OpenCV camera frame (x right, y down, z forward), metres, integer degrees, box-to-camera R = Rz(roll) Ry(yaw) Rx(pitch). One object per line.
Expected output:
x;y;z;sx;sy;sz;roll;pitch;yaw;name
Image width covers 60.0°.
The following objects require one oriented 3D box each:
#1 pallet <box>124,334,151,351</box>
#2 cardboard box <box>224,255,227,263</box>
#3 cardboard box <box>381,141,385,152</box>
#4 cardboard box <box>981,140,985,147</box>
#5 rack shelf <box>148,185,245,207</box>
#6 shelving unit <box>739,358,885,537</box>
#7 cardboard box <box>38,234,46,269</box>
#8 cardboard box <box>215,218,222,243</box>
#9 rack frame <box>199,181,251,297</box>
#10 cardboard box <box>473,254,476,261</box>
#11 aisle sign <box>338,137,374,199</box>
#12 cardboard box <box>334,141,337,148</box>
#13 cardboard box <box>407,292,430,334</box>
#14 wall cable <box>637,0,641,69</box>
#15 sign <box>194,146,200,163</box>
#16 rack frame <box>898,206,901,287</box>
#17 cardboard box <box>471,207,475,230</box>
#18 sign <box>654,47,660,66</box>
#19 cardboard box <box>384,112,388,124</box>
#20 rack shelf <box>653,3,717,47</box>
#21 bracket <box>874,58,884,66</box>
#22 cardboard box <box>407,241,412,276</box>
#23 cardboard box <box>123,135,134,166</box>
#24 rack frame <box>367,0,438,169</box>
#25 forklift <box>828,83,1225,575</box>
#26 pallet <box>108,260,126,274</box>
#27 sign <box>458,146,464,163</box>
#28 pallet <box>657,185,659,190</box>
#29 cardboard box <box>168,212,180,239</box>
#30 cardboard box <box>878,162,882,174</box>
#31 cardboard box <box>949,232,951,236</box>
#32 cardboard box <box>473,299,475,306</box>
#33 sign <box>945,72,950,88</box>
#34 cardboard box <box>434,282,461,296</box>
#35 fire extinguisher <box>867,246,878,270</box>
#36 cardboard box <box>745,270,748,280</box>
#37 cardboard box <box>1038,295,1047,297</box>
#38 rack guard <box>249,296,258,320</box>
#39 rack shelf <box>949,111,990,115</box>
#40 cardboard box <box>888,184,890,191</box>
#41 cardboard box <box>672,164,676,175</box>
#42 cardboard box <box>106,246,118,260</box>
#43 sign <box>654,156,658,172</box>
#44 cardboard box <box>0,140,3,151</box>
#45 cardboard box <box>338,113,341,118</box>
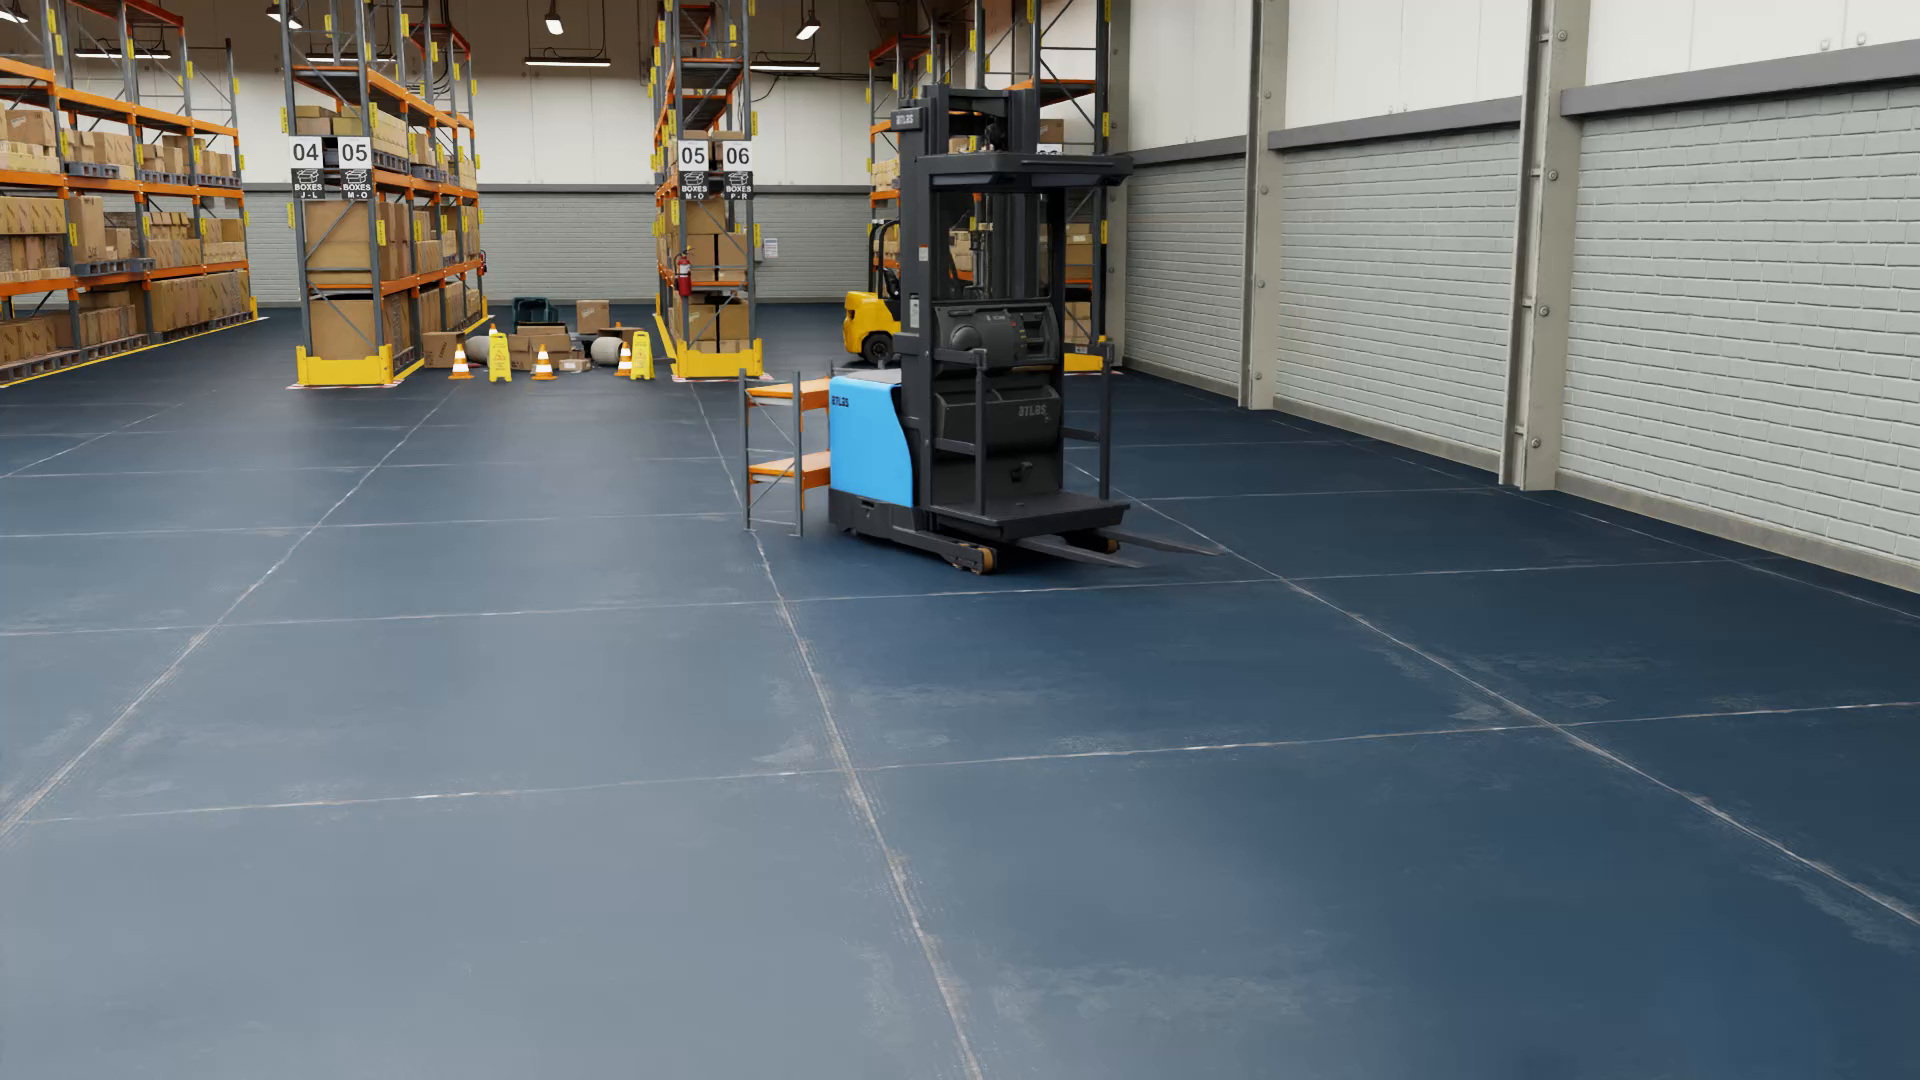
-14.473;-3.361;28.289;1.003;0.211;1.213;-2;11;-11;pallet
-15.438;-5.836;34.510;0.380;0.149;0.250;-2;11;-13;cardboard box
-8.083;-5.388;22.740;0.380;0.149;0.250;-2;11;-11;cardboard box
0.063;-6.963;30.077;0.700;0.500;0.500;-2;11;-12;cardboard box
-15.791;-7.094;34.350;1.077;0.370;4.000;-2;11;-11;rack shelf
-1.025;-0.681;11.767;0.538;1.125;1.048;6;13;31;shelving unit
-13.756;-4.158;23.956;0.875;0.500;0.500;-2;11;-11;cardboard box
-15.438;-6.331;34.039;0.500;0.500;0.500;-2;11;-13;cardboard box
-16.180;-6.341;36.490;1.000;3.000;0.127;-2;11;-11;rack frame
-10.807;-6.192;36.377;0.380;0.149;0.250;-2;11;-9;cardboard box
-7.875;-4.843;21.669;0.394;0.787;0.004;-2;11;-11;aisle sign
-8.778;-5.409;22.854;0.380;0.149;0.250;-2;11;-12;cardboard box
-9.354;-3.691;27.460;1.050;0.750;0.750;-2;11;-11;cardboard box
-9.359;-13.572;42.391;2.355;3.000;0.029;-2;11;-11;wall cable
-14.871;-7.511;32.391;0.100;0.325;0.005;-2;11;-11;sign
-0.813;-6.149;35.481;1.000;3.000;0.127;-2;11;-11;rack frame
-10.753;-6.927;35.829;0.500;0.500;0.500;-2;11;-8;cardboard box
-5.447;-8.697;29.902;0.100;0.325;0.005;-2;11;-11;sign
-8.182;-5.872;23.150;0.380;0.149;0.250;-2;11;-12;cardboard box
-5.292;-9.827;31.798;1.077;0.370;4.000;-2;11;-11;rack shelf
-2.121;-12.623;43.824;0.235;0.232;0.430;-2;11;-11;bracket
-8.877;-4.309;25.410;0.875;0.550;0.550;-2;11;-11;cardboard box
-14.286;-6.564;28.033;0.500;0.500;0.500;-2;11;-10;cardboard box
-9.739;-7.983;29.071;1.000;3.000;0.127;-2;11;-11;rack frame
0.367;-1.332;10.354;1.130;2.935;3.031;-8;13;-35;forklift
-14.199;-4.418;26.900;1.003;0.211;1.213;-2;11;-11;pallet
-9.973;-7.711;33.230;0.100;0.325;0.005;-2;11;-11;sign
-6.304;-7.996;37.399;1.003;0.211;1.213;-2;11;-11;pallet
-15.147;-5.906;31.255;0.797;0.503;0.637;-2;11;-10;cardboard box
-1.559;-8.398;37.544;0.500;0.250;0.500;-2;11;-12;cardboard box
0.000;-5.478;29.952;0.380;0.149;0.250;-2;11;-10;cardboard box
-10.584;-5.082;35.578;0.380;0.149;0.250;-2;11;-10;cardboard box
-0.270;-9.654;34.930;0.100;0.325;0.005;-2;11;-11;sign
-10.037;-4.894;32.443;0.500;0.250;0.500;-2;11;-8;cardboard box
-2.073;-6.672;39.431;0.296;0.674;0.183;-2;11;-11;fire extinguisher
-3.245;-3.811;23.868;0.380;0.149;0.250;-2;11;-13;cardboard box
1.227;-3.760;26.484;0.500;0.250;0.500;-2;11;-11;cardboard box
-16.184;-5.118;36.747;1.175;0.500;0.348;-2;11;-11;rack guard
0.354;-7.446;29.243;1.077;0.370;4.000;-2;11;-11;rack shelf
-1.382;-7.790;36.754;0.380;0.149;0.250;-2;11;-10;cardboard box
-4.033;-5.453;24.471;0.380;0.149;0.250;-2;11;-12;cardboard box
-14.035;-4.718;27.199;0.396;0.266;0.258;-2;11;-13;cardboard box
-6.225;-7.714;34.085;0.100;0.325;0.005;-2;11;-11;sign
-13.114;-5.301;22.338;0.380;0.149;0.250;-3;11;-14;cardboard box
-8.878;-5.895;23.272;0.380;0.149;0.250;-2;11;-11;cardboard box
